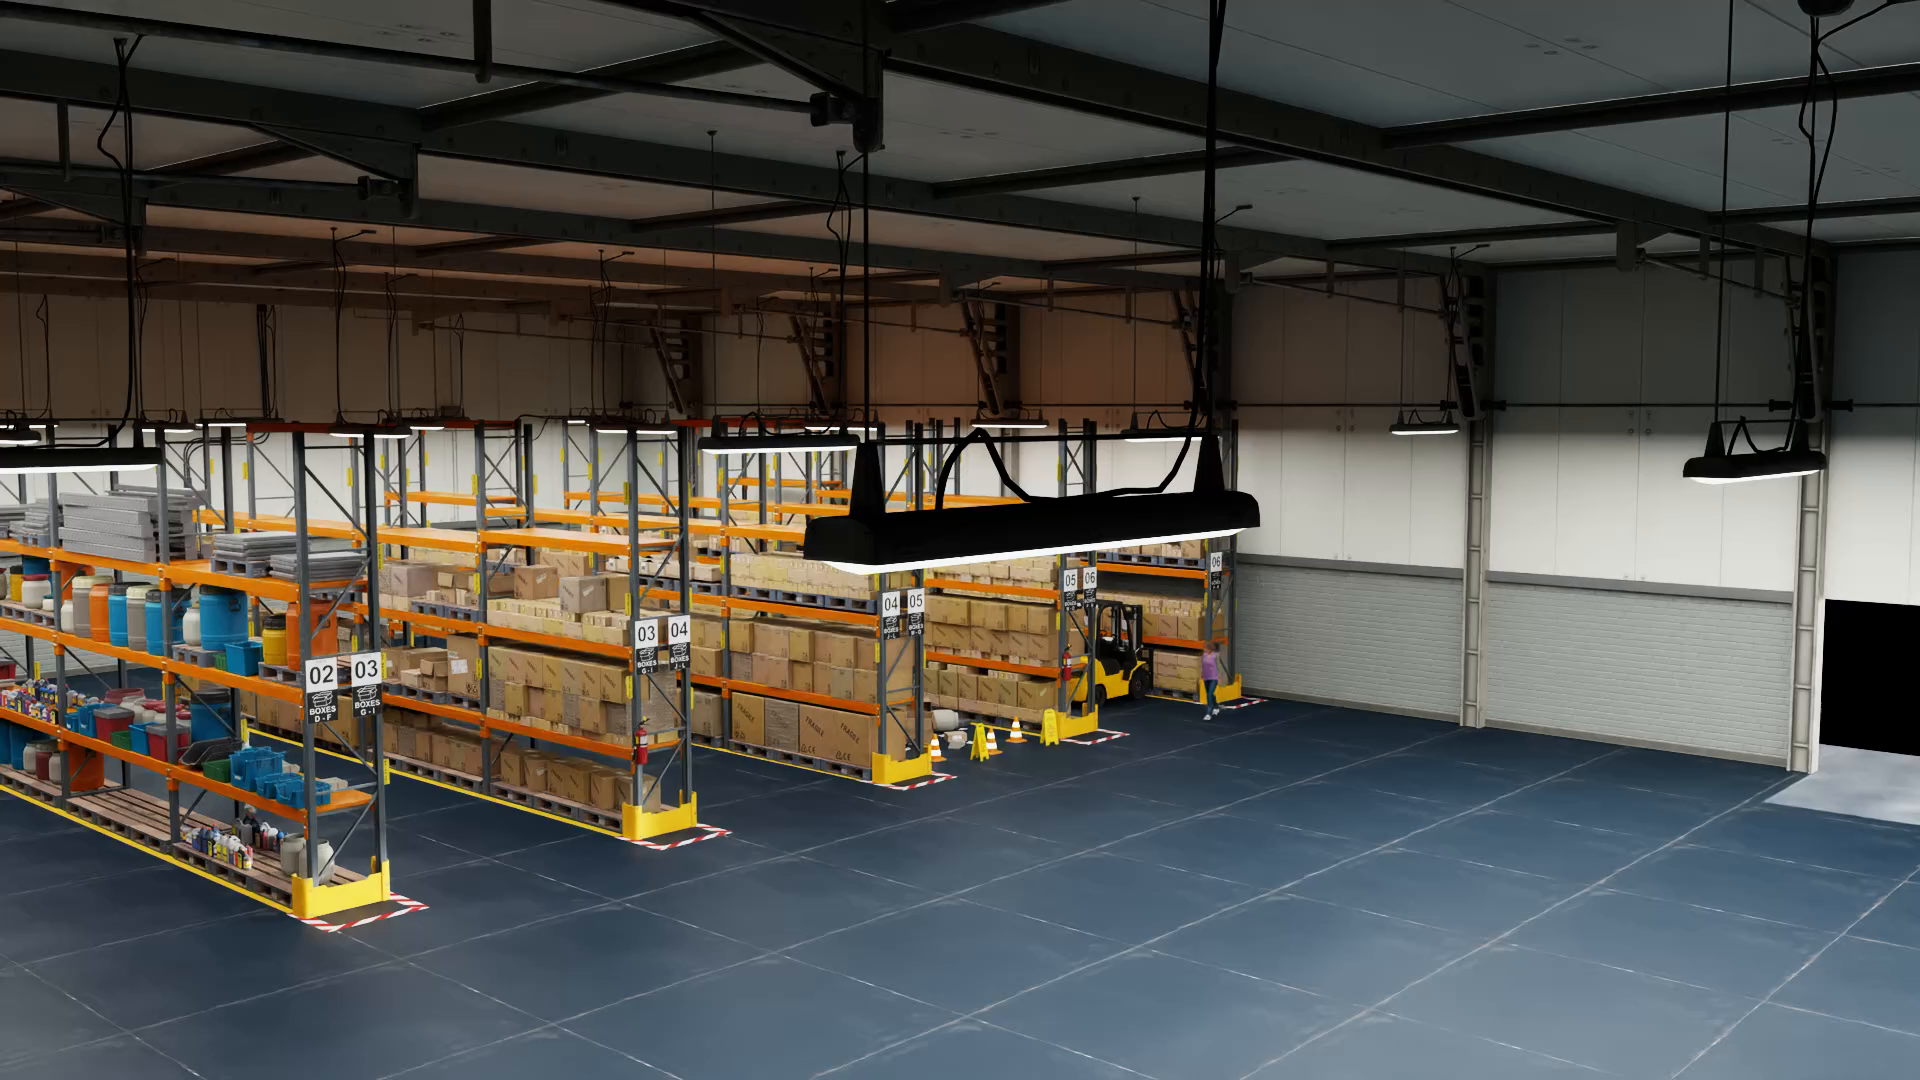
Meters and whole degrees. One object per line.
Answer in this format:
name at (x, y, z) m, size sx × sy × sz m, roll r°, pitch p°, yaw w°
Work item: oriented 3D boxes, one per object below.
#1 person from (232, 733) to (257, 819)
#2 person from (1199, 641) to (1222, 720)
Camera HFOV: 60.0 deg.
person at (-11.036, 3.415, 25.349) m, size 0.517 × 1.671 × 0.457 m, roll -3°, pitch 5°, yaw -31°
person at (5.069, 2.806, 33.554) m, size 0.774 × 1.560 × 0.447 m, roll -5°, pitch 6°, yaw -44°
